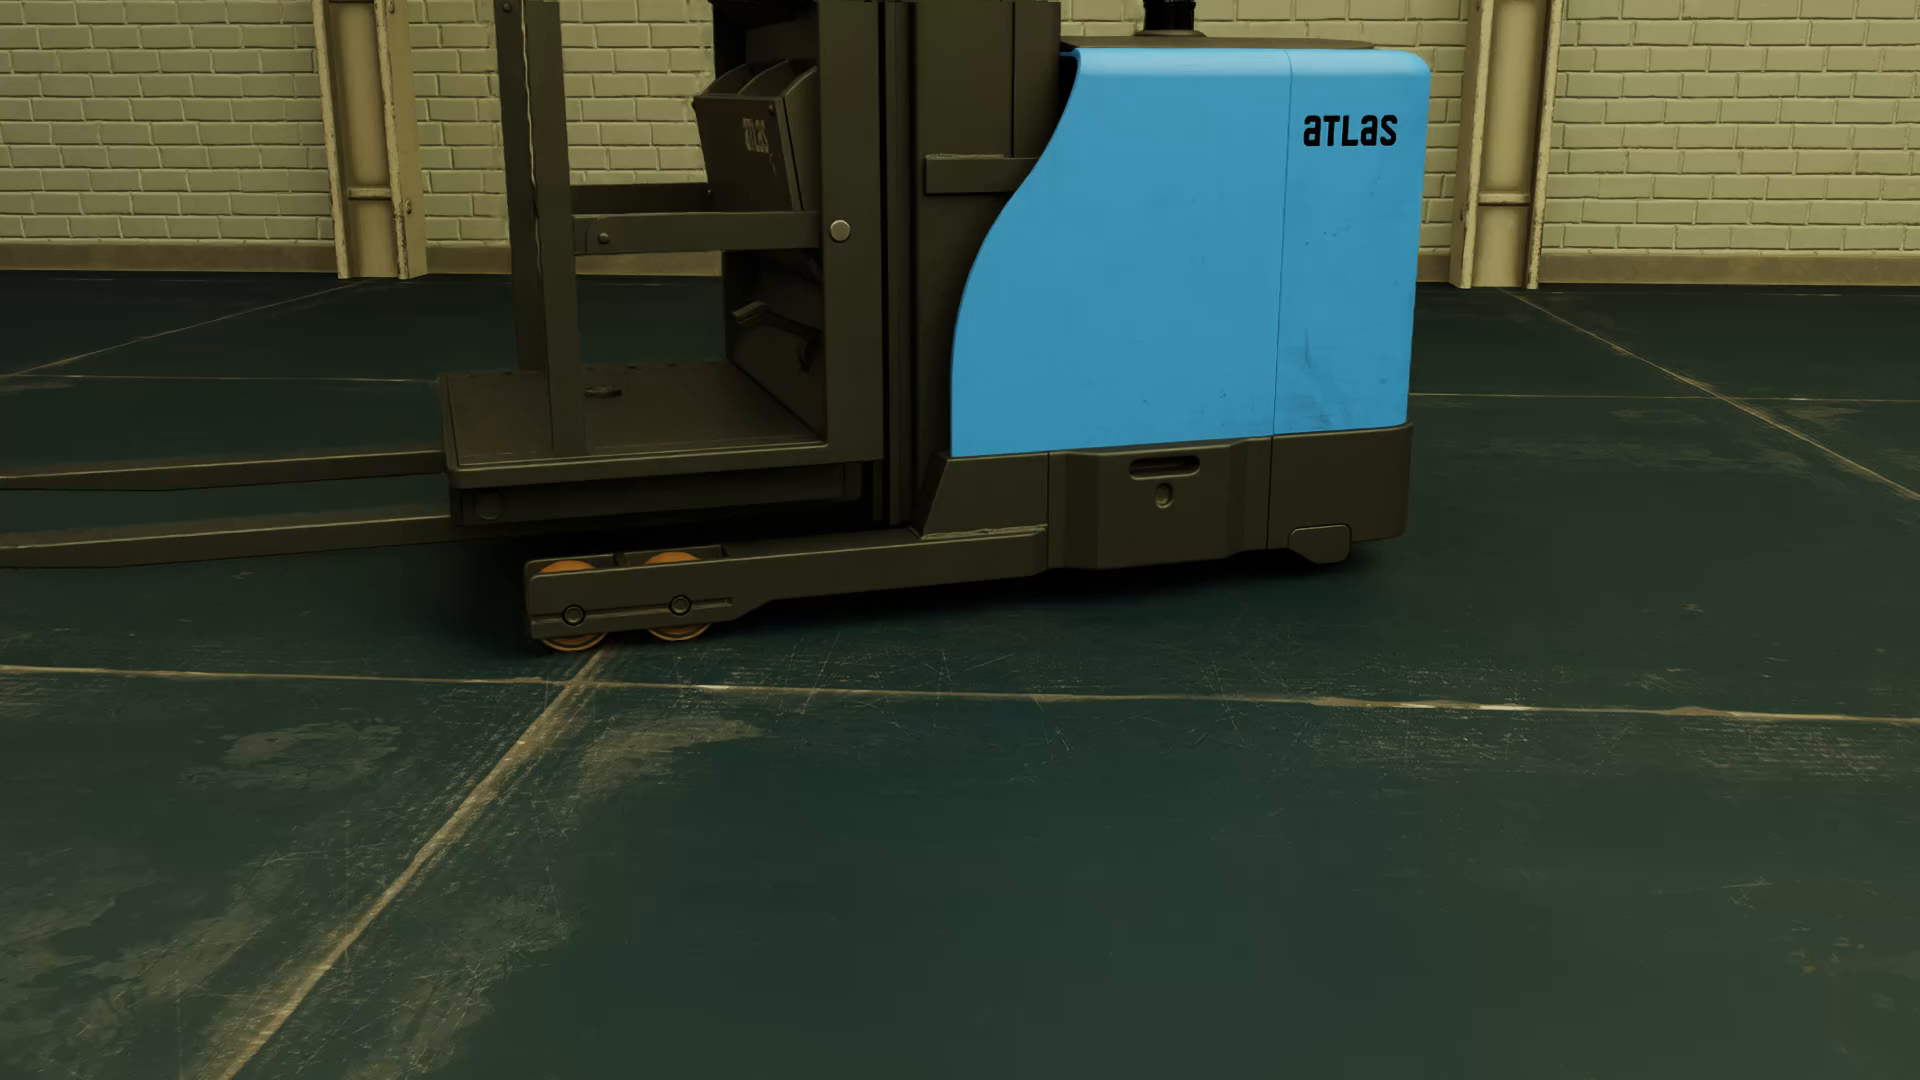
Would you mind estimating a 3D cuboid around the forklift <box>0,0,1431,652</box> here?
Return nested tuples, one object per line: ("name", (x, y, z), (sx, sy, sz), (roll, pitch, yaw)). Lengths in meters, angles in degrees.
("forklift", (-0.603, -1.364, 3.243), (3.031, 2.935, 1.130), (-5, 16, -17))
